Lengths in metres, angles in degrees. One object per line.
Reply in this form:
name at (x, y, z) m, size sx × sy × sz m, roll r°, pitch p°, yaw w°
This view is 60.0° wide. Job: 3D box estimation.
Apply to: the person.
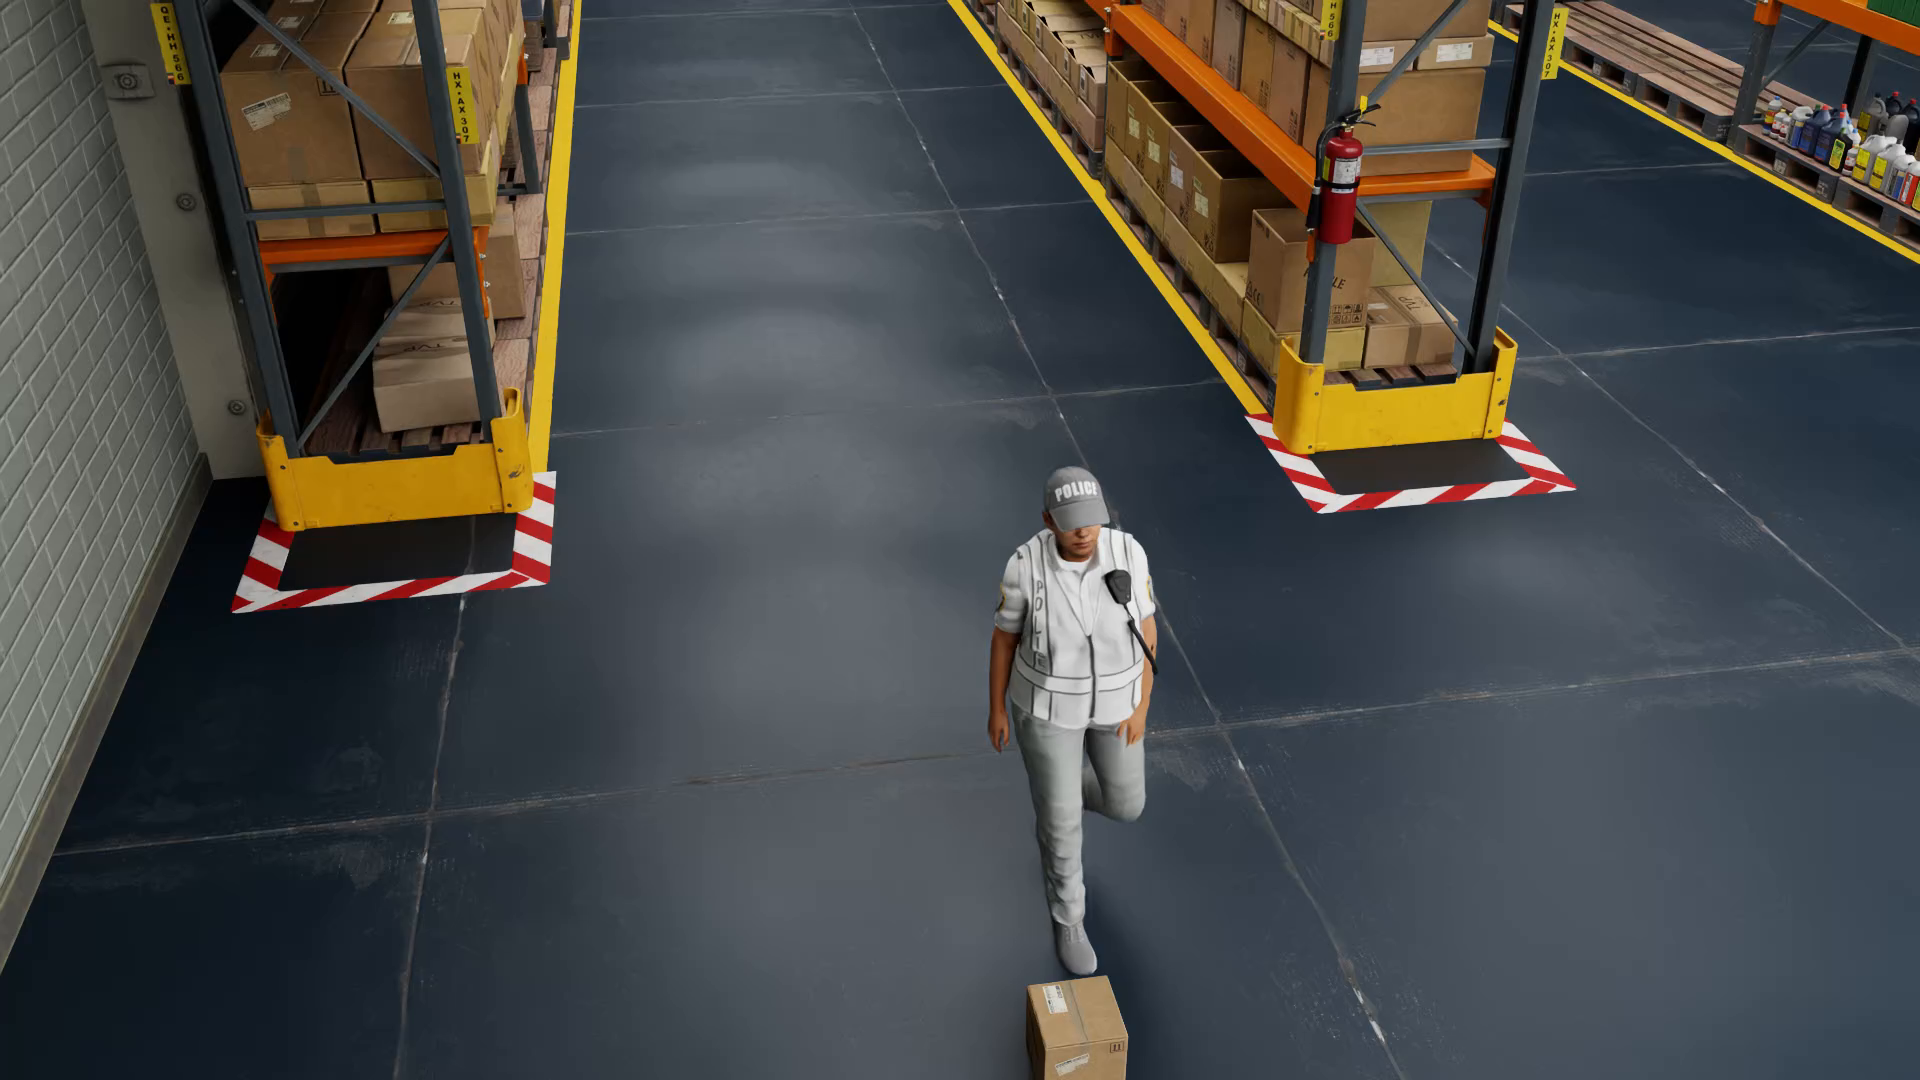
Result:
person at (0.350, 0.530, 5.268) m, size 0.518 × 1.684 × 0.719 m, roll -7°, pitch 32°, yaw -11°
